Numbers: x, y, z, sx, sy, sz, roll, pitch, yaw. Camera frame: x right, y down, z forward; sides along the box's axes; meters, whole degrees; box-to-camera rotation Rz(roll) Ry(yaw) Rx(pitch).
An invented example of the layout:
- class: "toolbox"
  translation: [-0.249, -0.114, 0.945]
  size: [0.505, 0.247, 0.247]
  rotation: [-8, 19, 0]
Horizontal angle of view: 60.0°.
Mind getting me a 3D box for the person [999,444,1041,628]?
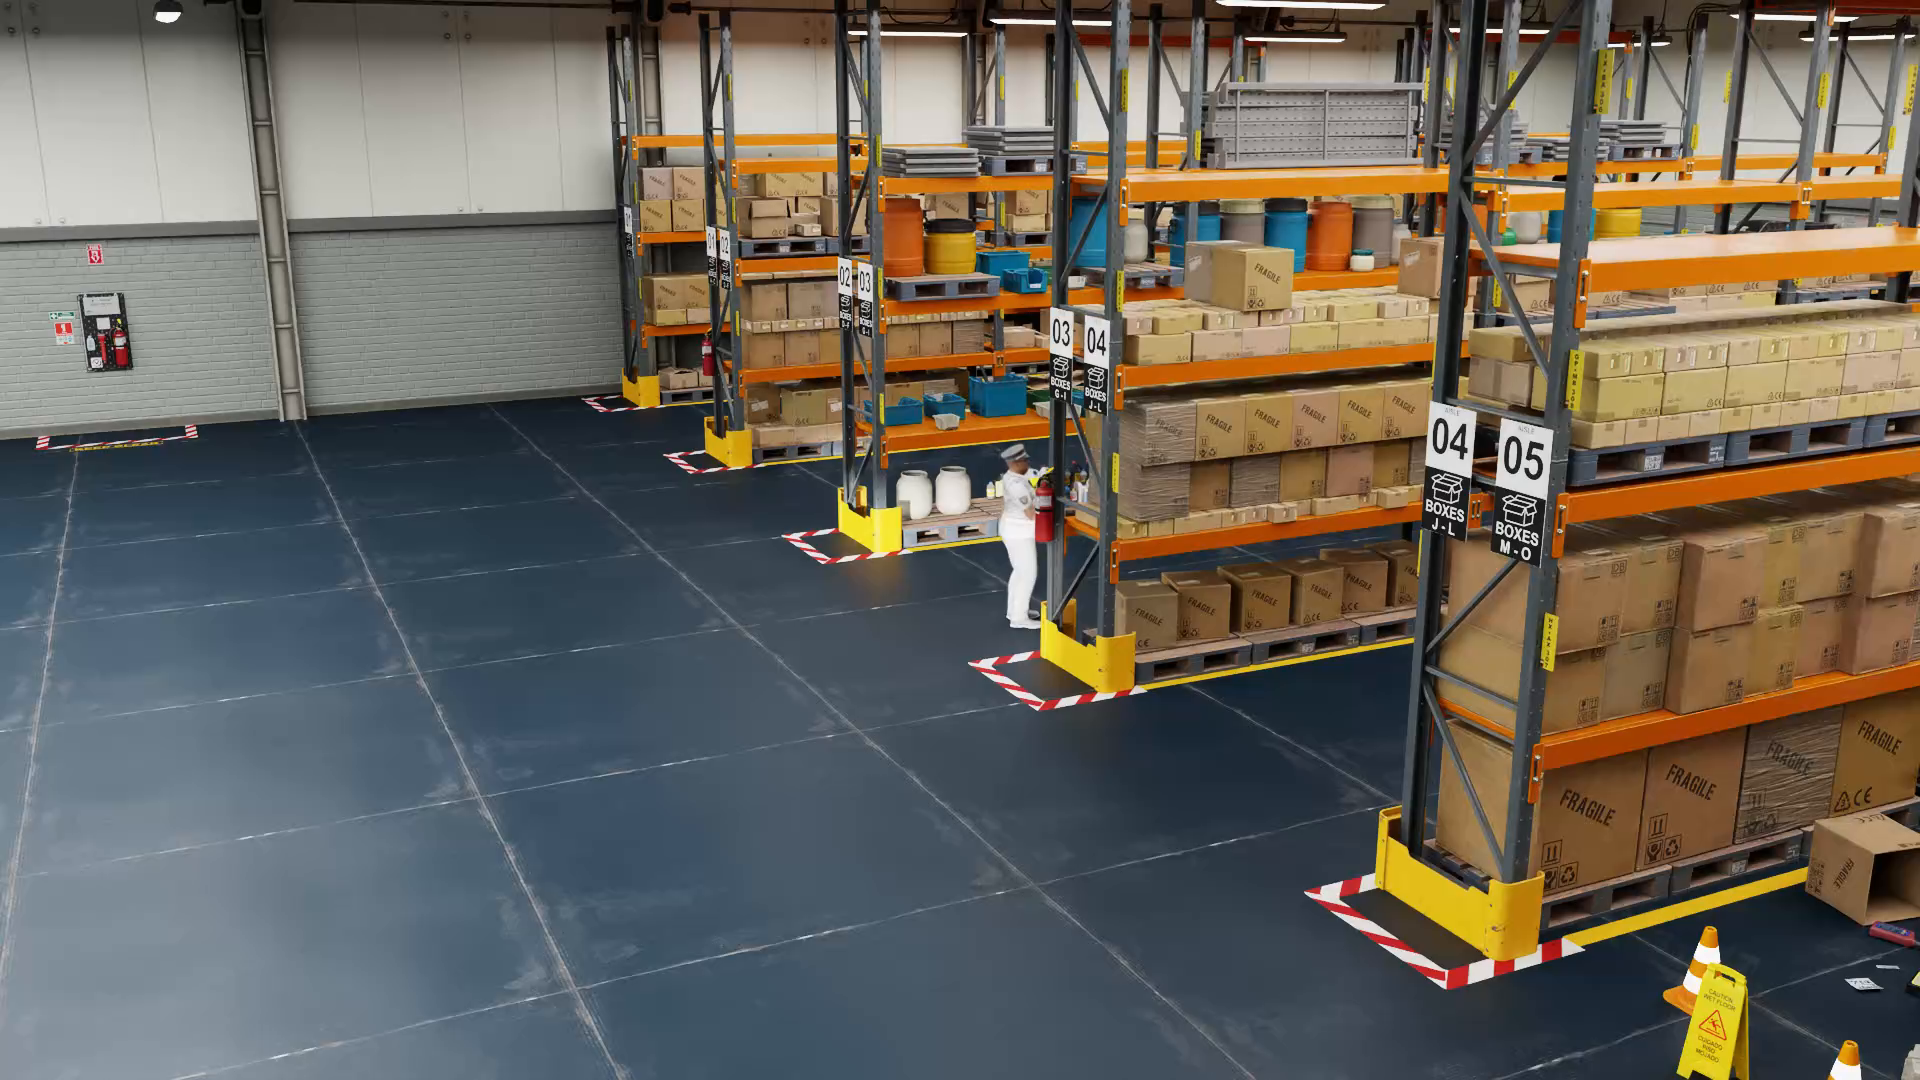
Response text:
- class: "person"
  translation: [0.663, -0.057, 15.988]
  size: [0.562, 1.772, 0.504]
  rotation: [-2, 15, -7]
